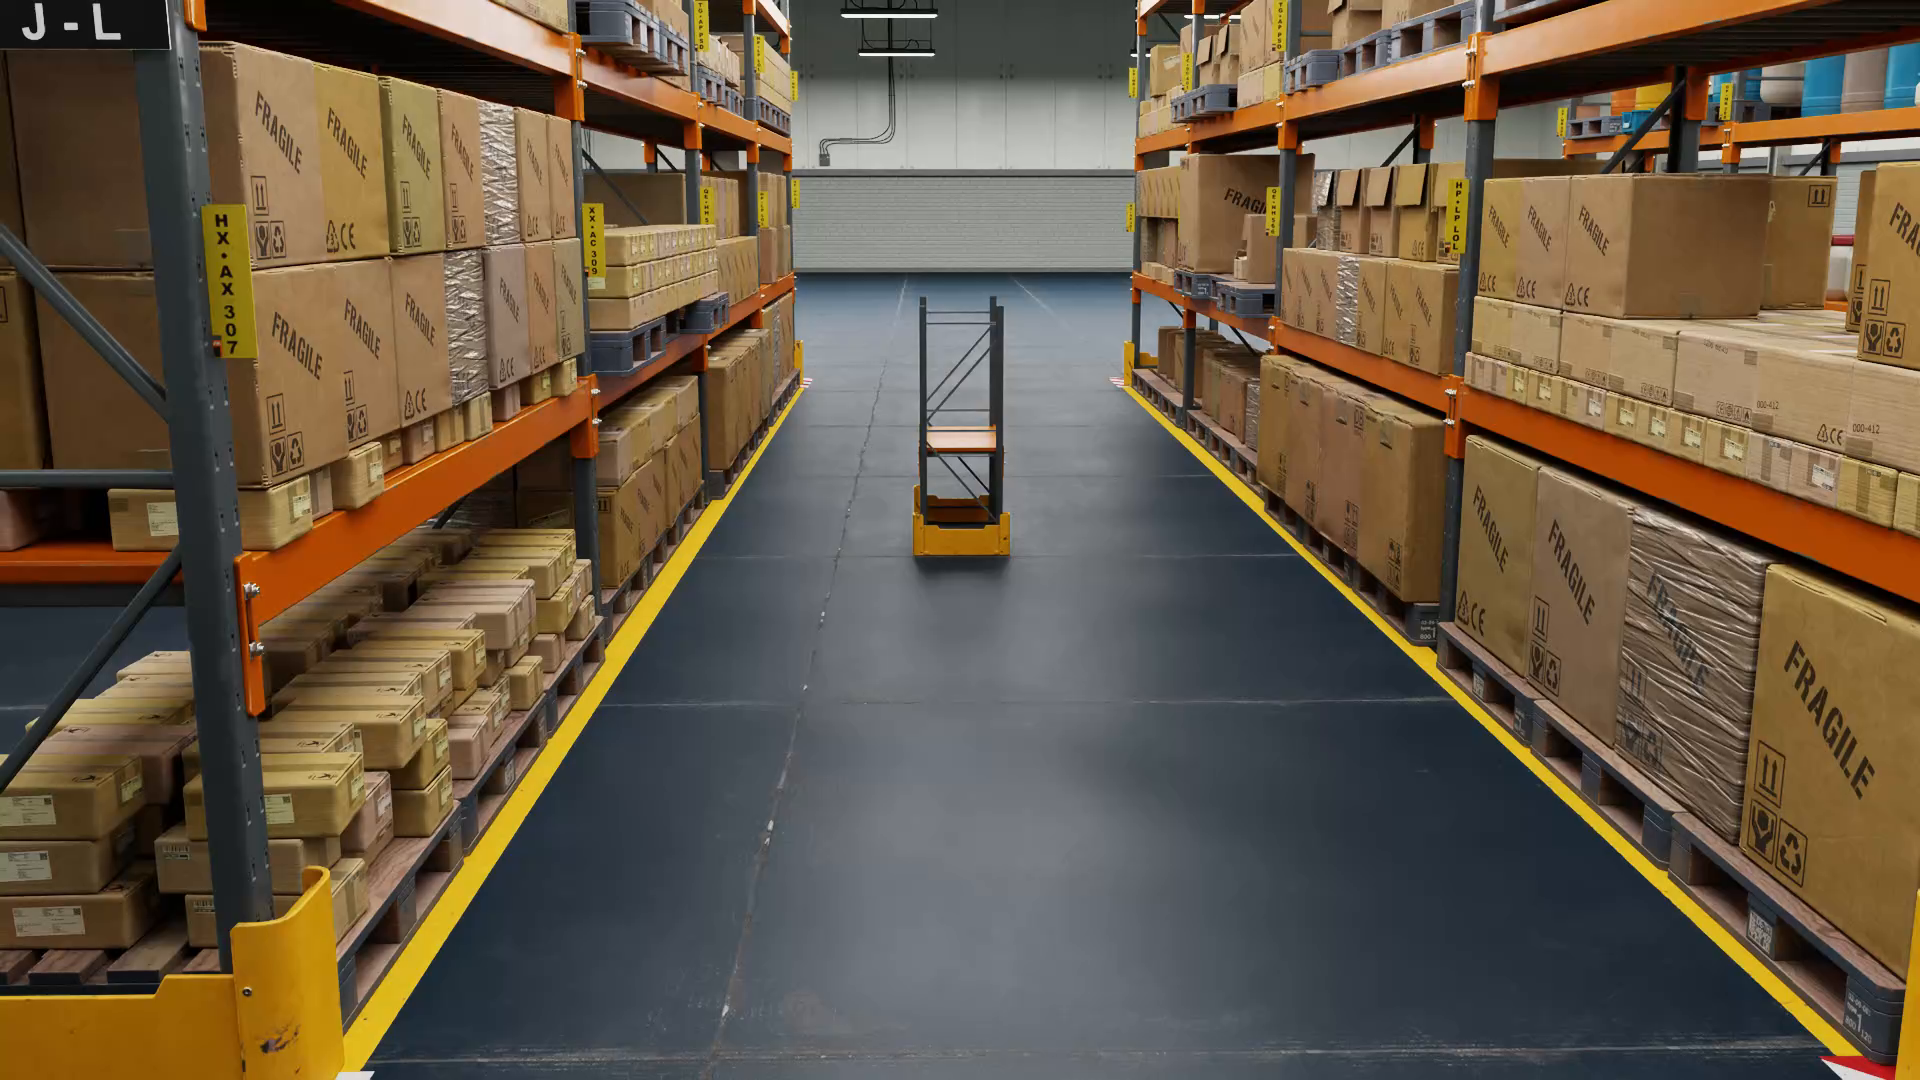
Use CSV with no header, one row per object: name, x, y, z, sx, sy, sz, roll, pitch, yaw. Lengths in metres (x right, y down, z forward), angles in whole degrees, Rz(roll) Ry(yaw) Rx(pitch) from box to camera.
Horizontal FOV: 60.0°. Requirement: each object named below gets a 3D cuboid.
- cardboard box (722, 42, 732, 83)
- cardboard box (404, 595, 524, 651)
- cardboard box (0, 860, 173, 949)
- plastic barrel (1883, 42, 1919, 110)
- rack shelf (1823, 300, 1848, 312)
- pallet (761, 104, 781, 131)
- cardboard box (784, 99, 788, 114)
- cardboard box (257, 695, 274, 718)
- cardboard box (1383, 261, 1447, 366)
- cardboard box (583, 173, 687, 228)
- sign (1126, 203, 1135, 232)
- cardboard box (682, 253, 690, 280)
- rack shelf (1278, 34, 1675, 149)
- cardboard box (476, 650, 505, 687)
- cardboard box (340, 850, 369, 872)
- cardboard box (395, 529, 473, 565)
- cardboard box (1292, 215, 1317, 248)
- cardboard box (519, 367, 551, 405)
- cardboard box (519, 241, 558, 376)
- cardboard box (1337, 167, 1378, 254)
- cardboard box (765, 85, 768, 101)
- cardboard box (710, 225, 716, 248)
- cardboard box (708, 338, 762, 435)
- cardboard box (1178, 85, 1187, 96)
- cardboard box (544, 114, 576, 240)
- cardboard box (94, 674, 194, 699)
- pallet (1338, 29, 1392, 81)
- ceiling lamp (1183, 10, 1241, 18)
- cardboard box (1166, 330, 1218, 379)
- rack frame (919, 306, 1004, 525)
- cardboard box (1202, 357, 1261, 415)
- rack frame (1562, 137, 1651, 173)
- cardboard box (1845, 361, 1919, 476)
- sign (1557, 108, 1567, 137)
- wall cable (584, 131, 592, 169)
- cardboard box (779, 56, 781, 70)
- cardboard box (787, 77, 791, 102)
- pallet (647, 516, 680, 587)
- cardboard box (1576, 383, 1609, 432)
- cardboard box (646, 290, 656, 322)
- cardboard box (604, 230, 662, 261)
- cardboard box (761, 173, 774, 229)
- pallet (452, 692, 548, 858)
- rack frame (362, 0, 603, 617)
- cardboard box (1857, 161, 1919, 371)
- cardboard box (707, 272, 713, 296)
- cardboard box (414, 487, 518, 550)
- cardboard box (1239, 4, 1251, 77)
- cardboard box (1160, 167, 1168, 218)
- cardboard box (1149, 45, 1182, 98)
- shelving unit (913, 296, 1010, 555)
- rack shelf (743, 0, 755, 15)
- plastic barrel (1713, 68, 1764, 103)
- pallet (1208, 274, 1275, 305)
cardboard box,-2.104,-3.846,13.345,0.500,0.311,0.500,-1,11,-3
cardboard box,-1.827,0.306,6.123,0.380,0.149,0.250,-1,11,-3
cardboard box,-2.331,0.960,4.395,0.380,0.149,0.250,0,11,0
plastic barrel,7.807,-3.889,13.377,0.600,0.901,0.708,0,11,-1
rack shelf,7.594,-1.783,13.613,1.077,0.370,4.000,0,11,-1
pallet,-2.389,-4.344,17.104,1.003,0.211,1.213,0,11,-1
cardboard box,-2.087,-4.744,18.176,0.380,0.149,0.250,0,11,0
cardboard box,-2.444,0.609,5.381,0.380,0.149,0.250,0,11,0
cardboard box,2.480,-1.162,8.490,0.500,0.500,0.500,0,11,1
cardboard box,-2.277,-2.346,11.811,0.700,0.500,0.500,0,11,-1
sign,1.976,-3.730,19.223,0.100,0.325,0.005,0,11,-1
cardboard box,-1.783,-1.593,9.695,0.380,0.149,0.250,0,11,0
rack shelf,2.725,-2.438,9.295,1.077,0.370,4.000,0,11,-1
cardboard box,-1.912,0.446,6.184,0.380,0.149,0.250,-1,11,-4
cardboard box,-1.890,0.907,4.658,0.380,0.149,0.250,0,11,-1
cardboard box,-2.395,0.047,7.401,0.380,0.149,0.250,0,11,1
cardboard box,2.632,-2.080,11.958,0.500,0.500,0.500,-2,12,-8
cardboard box,-1.895,-0.639,6.797,0.380,0.149,0.250,0,11,1
cardboard box,-1.893,-0.919,6.544,0.500,0.500,0.500,-1,11,-3
cardboard box,2.693,-1.983,10.016,0.797,0.503,0.637,0,11,0
cardboard box,-2.039,-4.289,15.936,0.380,0.149,0.250,0,11,-1
cardboard box,-1.809,-1.996,10.933,0.380,0.149,0.250,-1,11,-3
cardboard box,-2.241,-1.301,14.030,1.050,0.750,0.750,0,11,-1
cardboard box,2.299,-4.271,15.898,0.380,0.149,0.250,-1,11,-4
cardboard box,-1.915,-1.515,6.967,0.500,0.500,0.500,-1,11,-3
cardboard box,-2.398,0.516,5.091,0.380,0.149,0.250,-1,11,-3
pallet,2.776,-2.745,9.476,1.003,0.211,1.213,0,11,1
ceiling lamp,5.605,-12.368,34.209,2.000,3.185,0.800,0,11,-1
cardboard box,2.561,-2.046,18.330,0.500,0.500,0.500,3,12,14
rack frame,0.009,-0.651,9.995,0.500,1.500,0.032,0,11,-1
cardboard box,2.592,-1.381,15.003,0.700,0.500,0.500,-1,12,-6
rack frame,7.470,-3.328,19.420,1.000,3.000,0.127,0,11,-1
cardboard box,2.574,-0.295,4.098,0.500,0.250,0.500,0,11,-2
sign,6.920,-4.801,19.114,0.100,0.325,0.005,0,11,-1
wall cable,-12.598,-11.077,50.335,3.097,2.526,0.112,0,11,-1
cardboard box,-2.071,-4.982,17.345,0.380,0.149,0.250,0,11,-2
cardboard box,-2.153,-5.009,18.480,0.500,0.250,0.500,0,11,0
pallet,-2.240,0.046,9.799,1.003,0.211,1.213,0,11,-1
cardboard box,2.467,-0.482,6.021,0.380,0.149,0.250,0,11,0
cardboard box,-1.756,-1.190,8.456,0.380,0.149,0.250,0,11,-1
cardboard box,-1.760,-1.533,8.649,0.380,0.149,0.250,0,11,-2
cardboard box,-2.335,-3.405,16.708,0.875,0.550,0.550,0,11,-1
pallet,-2.117,0.821,5.982,1.003,0.211,1.213,0,11,-1
rack frame,-2.195,-0.922,7.561,1.000,3.000,0.127,0,11,-1
cardboard box,2.576,-0.663,4.026,0.500,0.500,0.500,0,11,0
cardboard box,-1.804,-1.655,10.746,0.380,0.149,0.250,0,11,-1
cardboard box,-2.462,-0.049,8.488,0.500,0.500,0.500,0,11,-2
cardboard box,2.407,-3.776,12.574,0.500,0.500,0.500,0,11,0
cardboard box,2.295,-3.485,16.677,0.500,0.500,0.500,0,11,-1
cardboard box,2.279,-4.922,17.472,0.500,0.500,0.500,0,11,-1
shelving unit,-0.002,-0.750,10.485,0.587,1.500,1.083,0,11,-1
rack shelf,-2.319,-4.506,12.954,1.077,0.370,4.000,0,11,-1
plastic barrel,7.639,-4.653,16.089,0.600,0.901,0.708,0,11,-1
pallet,2.602,-2.017,13.439,1.003,0.211,1.213,0,11,-1
